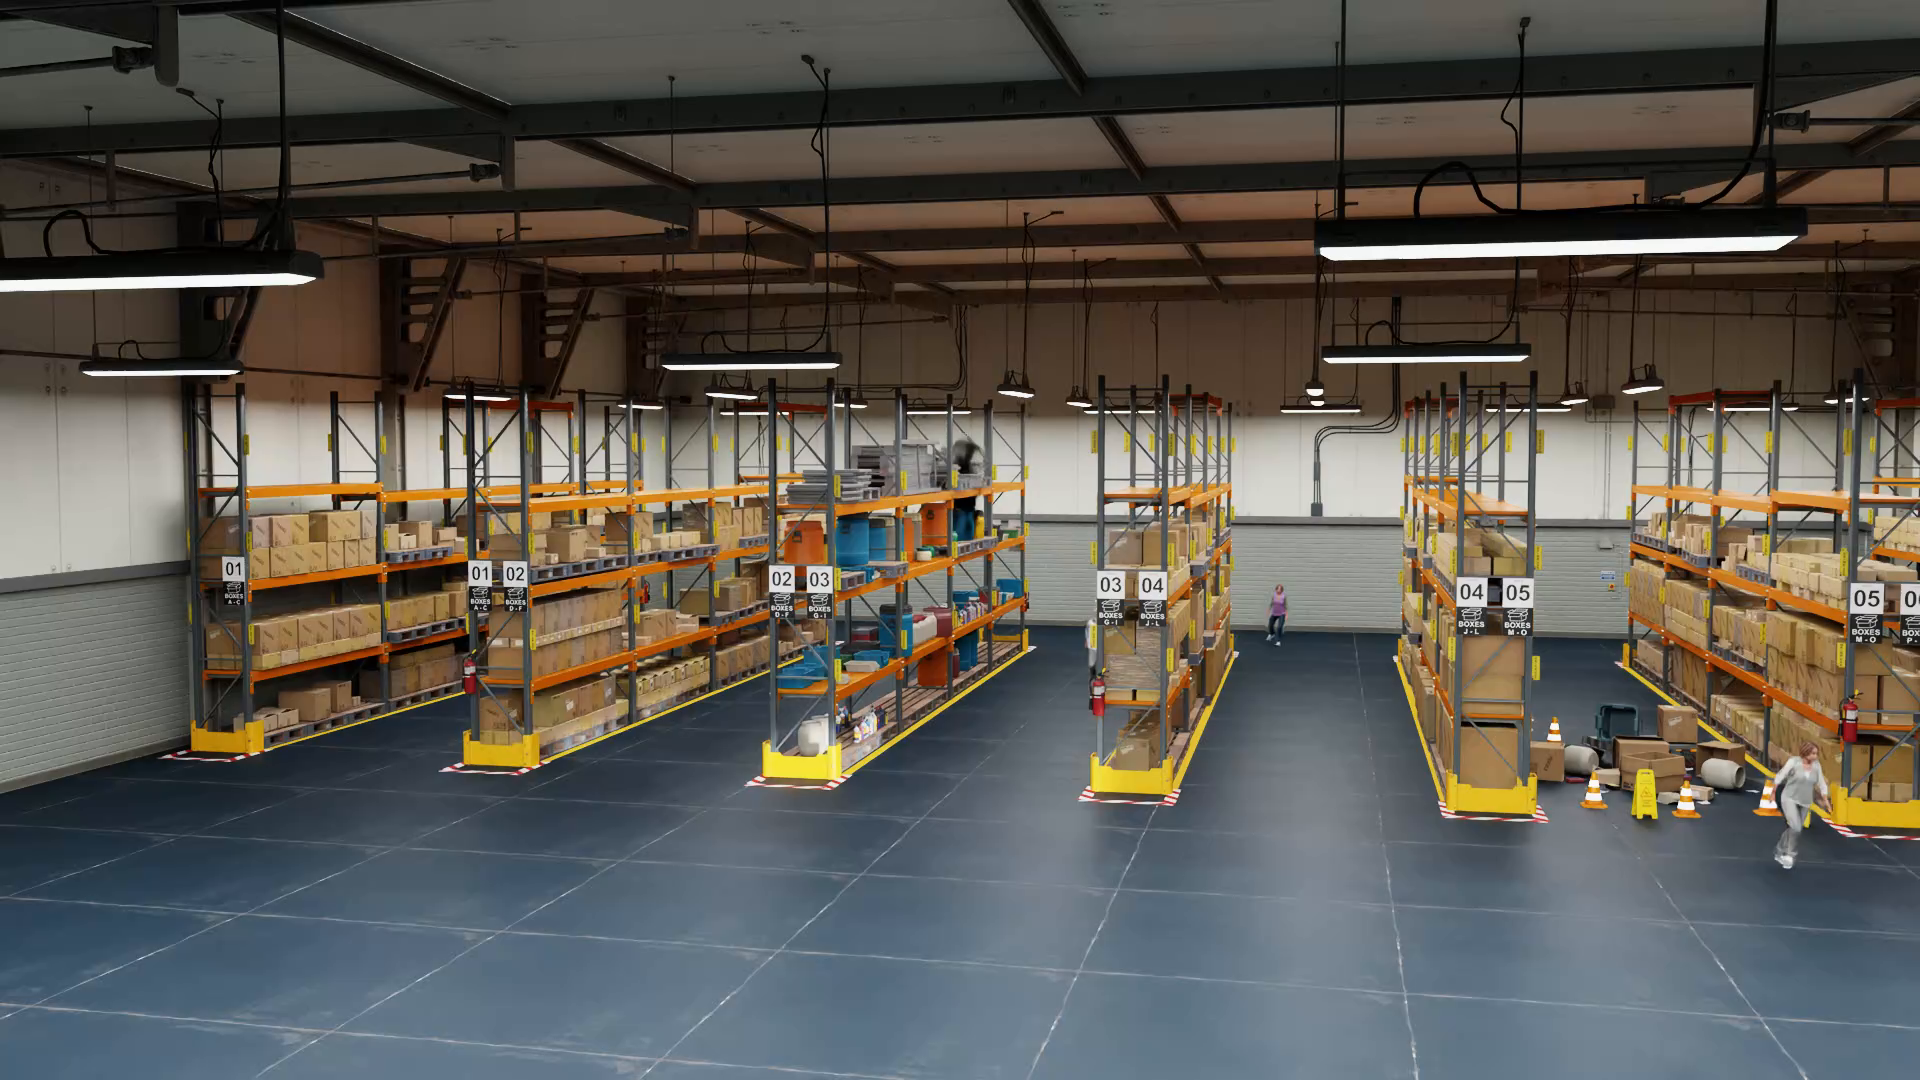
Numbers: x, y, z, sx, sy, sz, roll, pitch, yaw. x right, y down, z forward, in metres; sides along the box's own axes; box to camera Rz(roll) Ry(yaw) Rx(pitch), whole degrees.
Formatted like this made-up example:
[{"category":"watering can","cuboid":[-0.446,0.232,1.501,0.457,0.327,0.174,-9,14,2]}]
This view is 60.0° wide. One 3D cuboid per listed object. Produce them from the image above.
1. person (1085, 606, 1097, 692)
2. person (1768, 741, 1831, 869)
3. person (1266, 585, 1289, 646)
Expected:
[{"category":"person","cuboid":[2.802,2.197,33.614,0.624,1.759,0.692,1,3,14]},{"category":"person","cuboid":[9.874,3.100,19.562,0.503,1.535,0.735,0,3,-5]},{"category":"person","cuboid":[7.923,1.857,41.465,0.615,1.534,0.598,1,4,22]}]
